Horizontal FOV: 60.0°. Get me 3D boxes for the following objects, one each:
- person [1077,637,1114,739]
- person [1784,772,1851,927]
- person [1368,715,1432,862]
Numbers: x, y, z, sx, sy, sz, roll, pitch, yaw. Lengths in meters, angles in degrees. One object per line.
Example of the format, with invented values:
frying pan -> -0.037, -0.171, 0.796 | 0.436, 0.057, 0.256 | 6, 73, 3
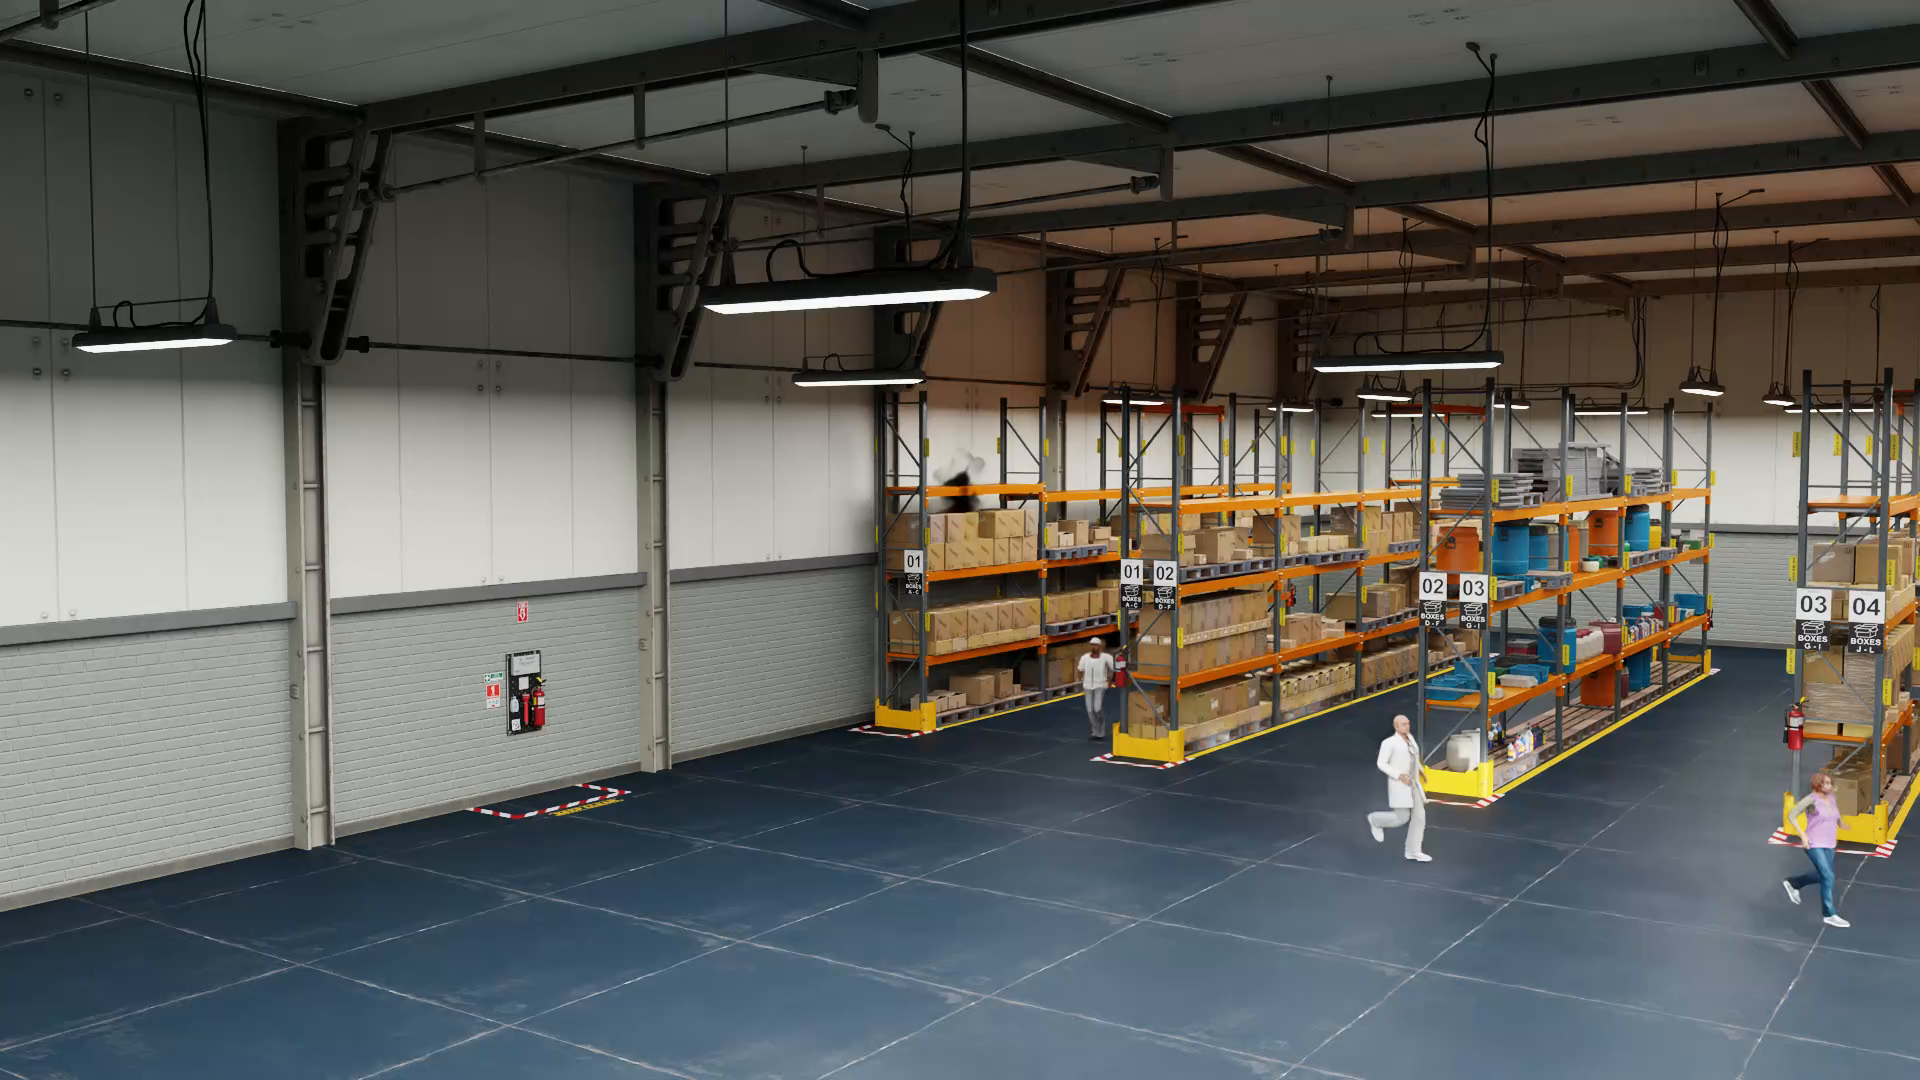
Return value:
person -> 2.309, 2.546, 28.489 | 0.680, 1.750, 0.626 | 1, 3, 23
person -> 9.035, 3.224, 17.565 | 0.538, 1.576, 0.804 | -1, 3, -24
person -> 5.423, 3.010, 20.340 | 0.725, 1.742, 0.920 | -2, 4, -32
